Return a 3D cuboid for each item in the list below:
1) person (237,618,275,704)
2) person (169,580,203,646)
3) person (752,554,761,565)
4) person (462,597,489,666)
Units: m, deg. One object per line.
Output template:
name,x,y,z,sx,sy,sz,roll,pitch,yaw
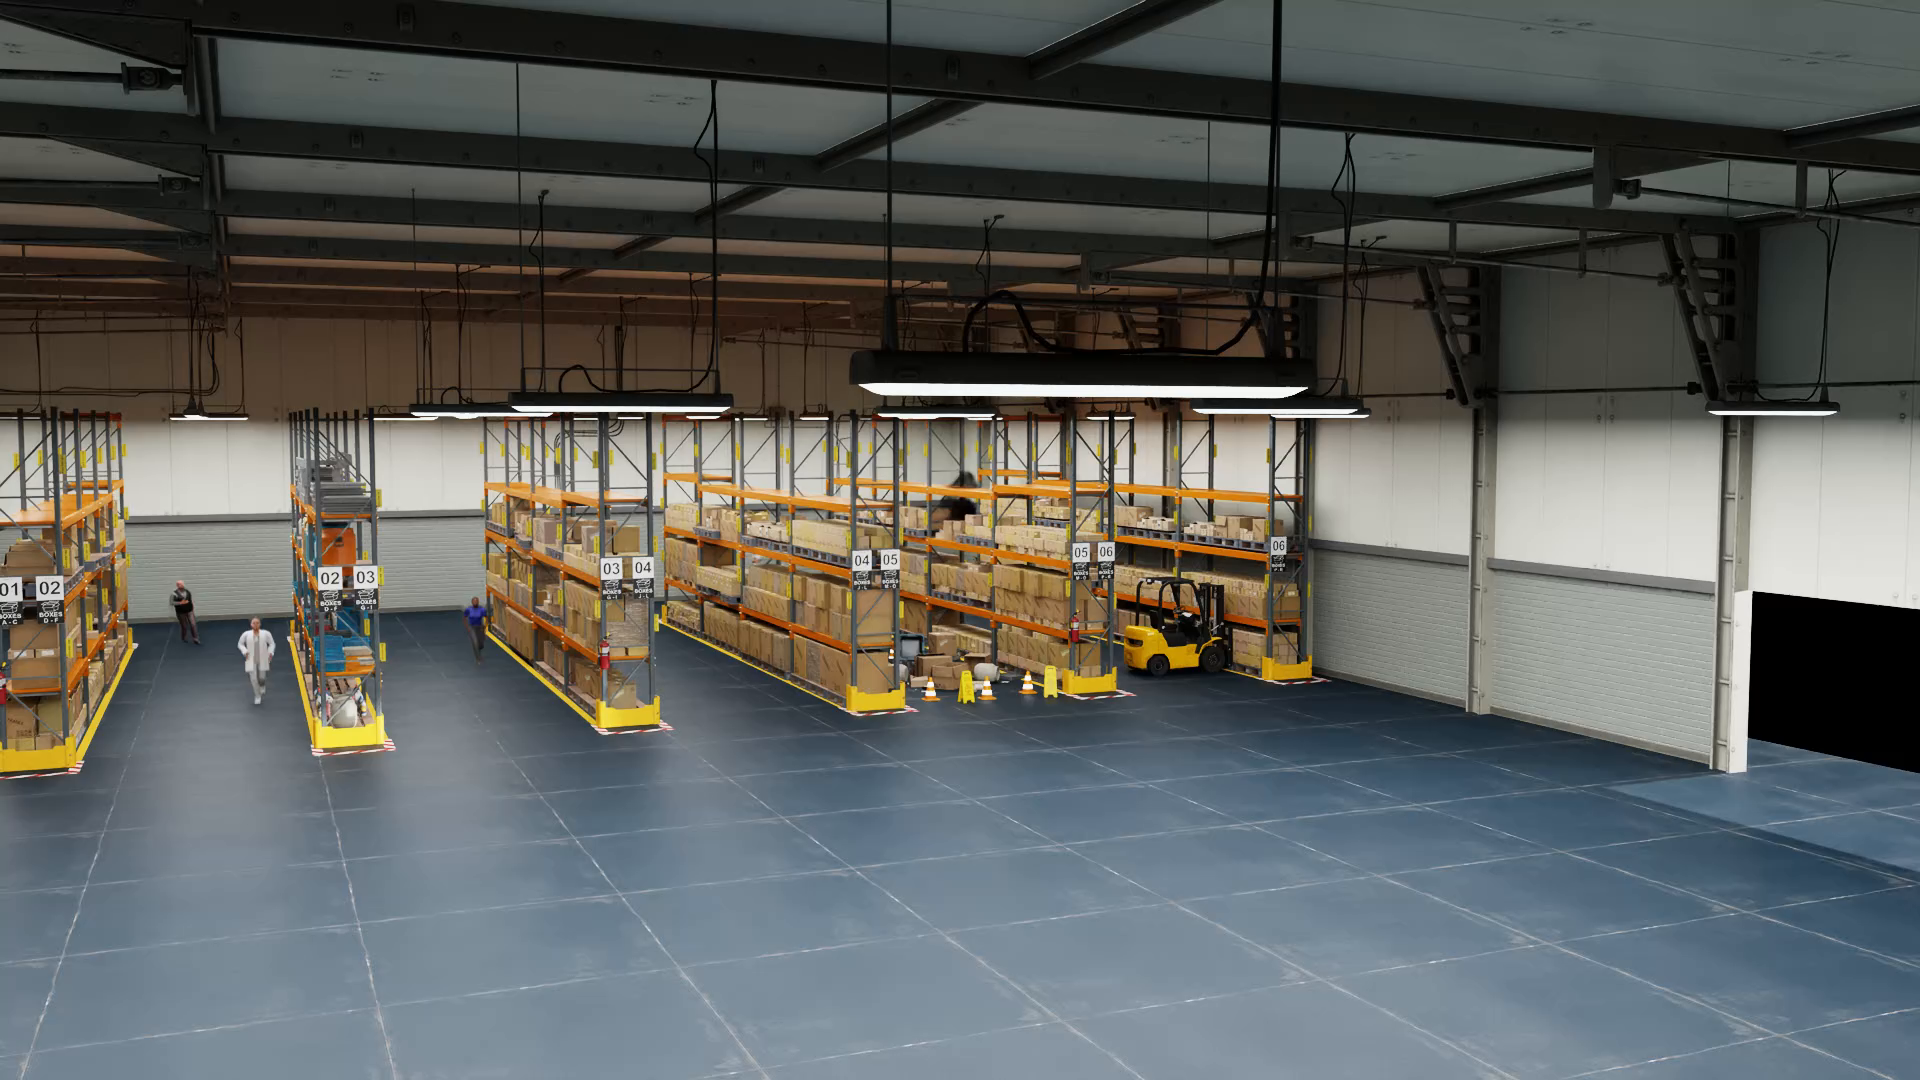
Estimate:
person,-14.466,2.471,34.201,0.712,1.739,0.652,-2,4,-22
person,-20.013,1.879,42.804,0.913,1.700,0.680,4,5,43
person,-6.117,1.321,50.355,0.816,1.779,0.646,-1,4,-9
person,-11.523,2.157,39.572,0.600,1.632,0.723,-1,4,-20
